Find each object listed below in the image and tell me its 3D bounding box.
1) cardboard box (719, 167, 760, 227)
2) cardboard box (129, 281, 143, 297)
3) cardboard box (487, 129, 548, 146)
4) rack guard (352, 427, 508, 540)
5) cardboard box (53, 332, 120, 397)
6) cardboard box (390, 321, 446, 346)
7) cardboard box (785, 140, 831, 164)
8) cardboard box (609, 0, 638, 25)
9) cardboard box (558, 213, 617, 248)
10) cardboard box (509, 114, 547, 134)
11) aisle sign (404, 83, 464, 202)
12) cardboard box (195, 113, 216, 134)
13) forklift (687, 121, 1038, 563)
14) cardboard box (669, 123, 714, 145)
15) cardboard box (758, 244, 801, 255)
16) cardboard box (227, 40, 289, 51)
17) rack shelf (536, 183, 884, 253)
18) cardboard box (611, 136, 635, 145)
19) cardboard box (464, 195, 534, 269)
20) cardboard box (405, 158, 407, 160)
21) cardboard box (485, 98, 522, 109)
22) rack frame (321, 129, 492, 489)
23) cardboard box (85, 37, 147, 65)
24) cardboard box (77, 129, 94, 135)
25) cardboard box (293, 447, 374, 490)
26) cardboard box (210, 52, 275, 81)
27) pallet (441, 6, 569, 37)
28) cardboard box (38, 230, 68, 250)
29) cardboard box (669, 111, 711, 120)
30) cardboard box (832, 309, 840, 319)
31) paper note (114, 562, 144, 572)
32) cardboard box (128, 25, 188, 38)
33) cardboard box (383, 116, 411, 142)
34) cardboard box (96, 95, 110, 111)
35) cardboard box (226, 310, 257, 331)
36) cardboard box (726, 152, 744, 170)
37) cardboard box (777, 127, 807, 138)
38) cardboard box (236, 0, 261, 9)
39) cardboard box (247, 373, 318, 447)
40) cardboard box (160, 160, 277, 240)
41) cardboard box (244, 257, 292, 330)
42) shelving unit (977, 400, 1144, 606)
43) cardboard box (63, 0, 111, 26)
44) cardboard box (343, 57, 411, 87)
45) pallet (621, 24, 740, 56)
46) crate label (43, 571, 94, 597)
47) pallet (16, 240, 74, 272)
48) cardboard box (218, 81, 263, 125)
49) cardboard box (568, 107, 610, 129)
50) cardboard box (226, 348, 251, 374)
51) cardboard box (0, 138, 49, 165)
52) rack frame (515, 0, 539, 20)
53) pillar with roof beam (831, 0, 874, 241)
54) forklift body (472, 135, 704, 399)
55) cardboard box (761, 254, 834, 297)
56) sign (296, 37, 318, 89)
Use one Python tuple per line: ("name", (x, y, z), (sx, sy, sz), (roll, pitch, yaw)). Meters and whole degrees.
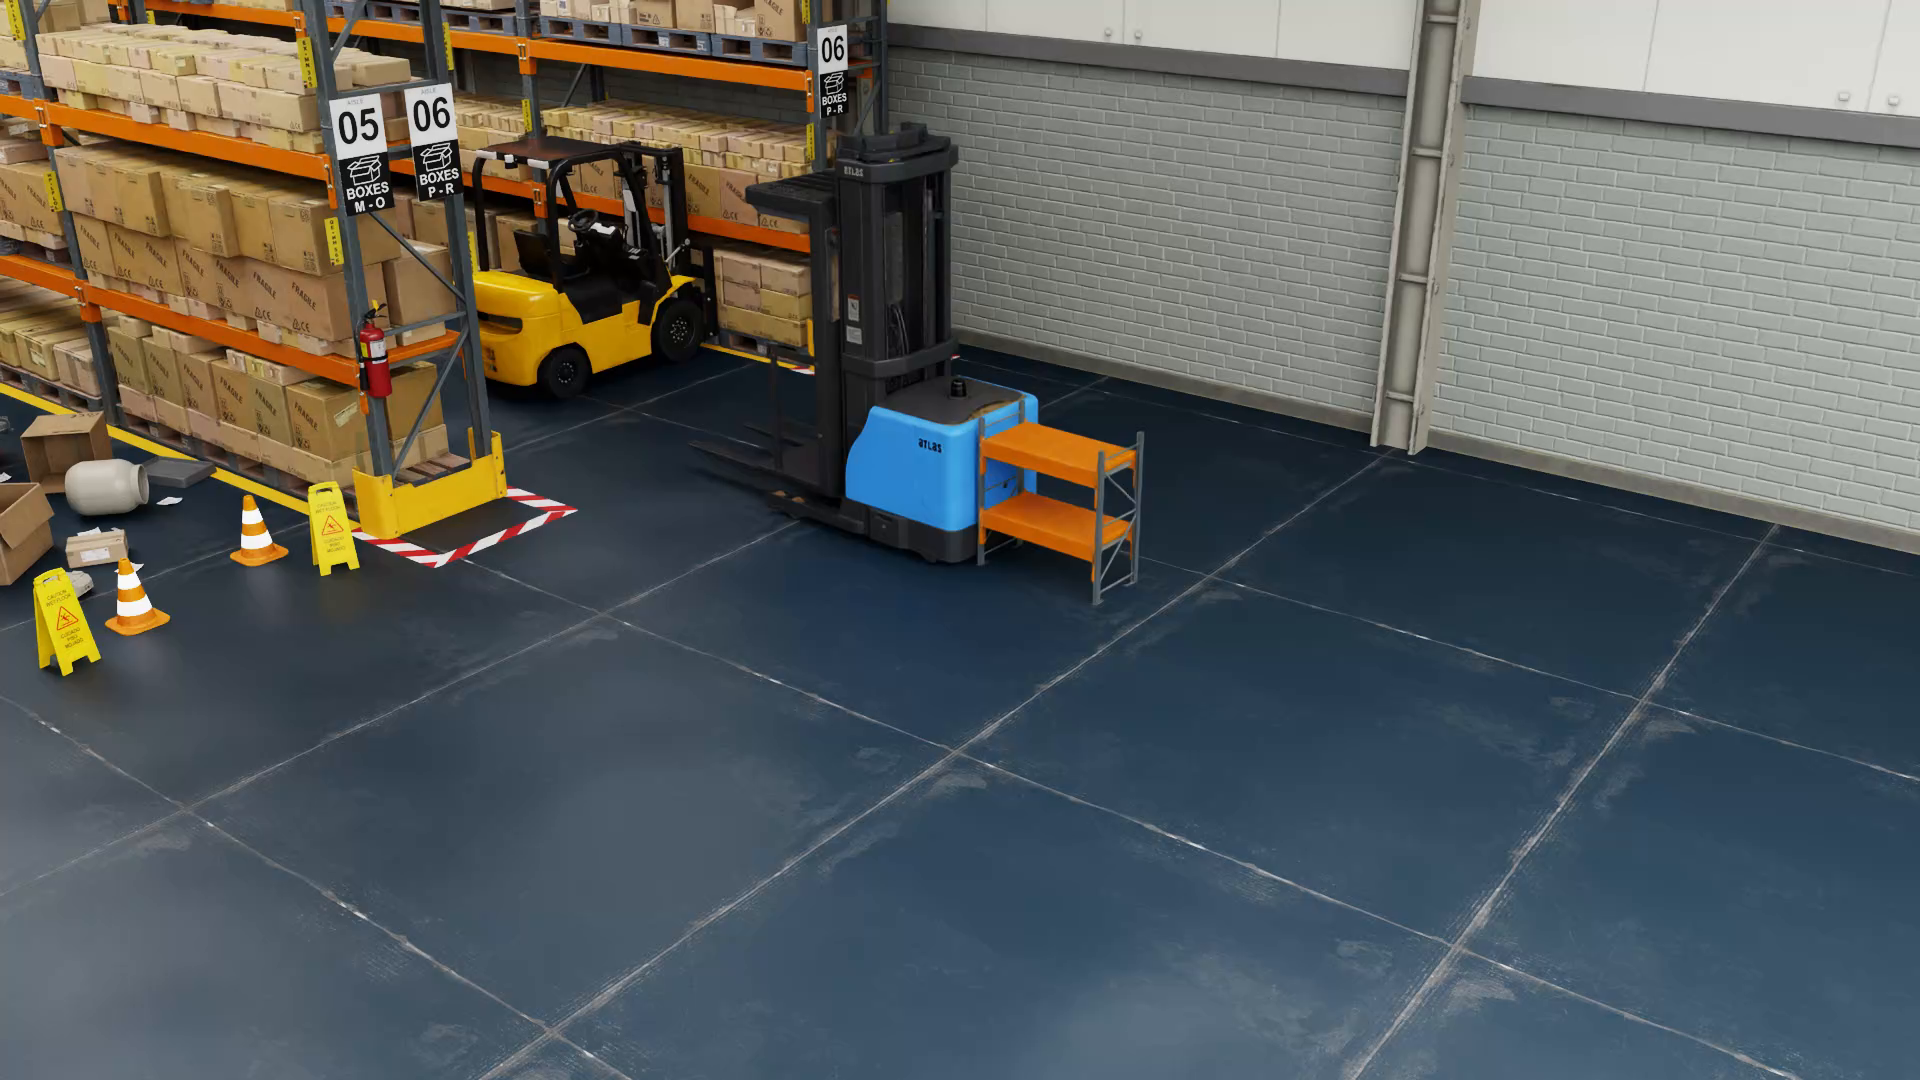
("cardboard box", (-1.987, -3.386, 16.240), (0.500, 0.500, 0.500), (18, 29, 35))
("cardboard box", (-6.678, -2.149, 13.868), (0.250, 0.149, 0.380), (17, 29, 33))
("cardboard box", (-4.774, -4.341, 18.098), (0.500, 0.250, 0.500), (16, 28, 32))
("rack guard", (-4.061, -0.449, 12.800), (0.348, 0.500, 1.175), (17, 29, 33))
("cardboard box", (-7.623, -1.658, 15.181), (0.625, 0.372, 0.950), (17, 29, 34))
("cardboard box", (-4.148, -1.609, 12.643), (0.250, 0.149, 0.380), (17, 29, 33))
("cardboard box", (-1.440, -3.674, 15.722), (0.250, 0.149, 0.380), (17, 29, 33))
("cardboard box", (-3.222, -5.237, 16.367), (0.258, 0.266, 0.396), (16, 28, 32))
("cardboard box", (-4.028, -3.318, 17.859), (0.500, 0.250, 0.500), (16, 29, 33))
("cardboard box", (-4.634, -4.498, 17.960), (0.250, 0.149, 0.380), (18, 29, 35))
("aisle sign", (-3.765, -2.849, 11.923), (0.004, 0.787, 0.394), (17, 29, 33))
("cardboard box", (-5.462, -3.147, 12.414), (0.250, 0.149, 0.380), (16, 28, 32))
("forklift", (-0.869, -1.648, 12.507), (3.031, 2.935, 1.130), (18, 30, 36))
("cardboard box", (-2.671, -4.043, 16.560), (0.250, 0.149, 0.380), (17, 29, 34))
("cardboard box", (-1.700, -2.865, 16.833), (0.500, 0.250, 0.500), (17, 29, 33))
("cardboard box", (-5.362, -3.727, 12.742), (0.250, 0.149, 0.380), (18, 29, 34))
("rack shelf", (-2.627, -3.331, 17.134), (4.000, 0.370, 1.077), (17, 29, 33))
("cardboard box", (-3.335, -4.061, 16.970), (0.250, 0.149, 0.380), (16, 29, 33))
("cardboard box", (-5.268, -3.562, 19.190), (0.625, 0.625, 0.875), (16, 29, 33))
("cardboard box", (-6.404, -4.611, 19.332), (0.500, 0.250, 0.500), (16, 28, 32))
("cardboard box", (-5.163, -4.907, 18.889), (0.250, 0.149, 0.380), (17, 29, 33))
("rack frame", (-4.001, -1.575, 12.254), (0.127, 3.000, 1.000), (17, 29, 33))
("cardboard box", (-6.519, -3.791, 12.886), (0.250, 0.149, 0.380), (17, 29, 33))
("cardboard box", (-12.736, -5.697, 24.189), (0.500, 0.500, 0.700), (18, 30, 35))
("cardboard box", (-4.828, -0.623, 12.984), (0.500, 0.250, 0.500), (17, 29, 33))
("cardboard box", (-5.210, -3.454, 12.122), (0.250, 0.149, 0.380), (17, 29, 33))
("pallet", (-4.941, -5.639, 17.995), (1.217, 0.209, 0.805), (16, 28, 31))
("cardboard box", (-7.779, -2.655, 14.496), (0.250, 0.149, 0.380), (17, 29, 34))
("cardboard box", (-2.785, -4.323, 17.195), (0.250, 0.149, 0.380), (16, 29, 33))
("cardboard box", (-1.302, -2.293, 16.774), (0.500, 0.250, 0.500), (17, 29, 34))
("paper note", (-5.951, 0.198, 11.914), (0.142, 0.019, 0.148), (7, 25, 15))
("cardboard box", (-6.563, -4.120, 13.634), (0.250, 0.149, 0.380), (16, 28, 32))
("cardboard box", (-4.071, -3.017, 12.120), (0.250, 0.149, 0.380), (17, 29, 33))
("cardboard box", (-6.658, -3.539, 13.305), (0.250, 0.149, 0.380), (17, 29, 33))
("cardboard box", (-5.494, -1.768, 13.004), (0.250, 0.149, 0.380), (16, 29, 33))
("cardboard box", (-2.057, -3.711, 16.175), (0.250, 0.149, 0.380), (17, 29, 33))
("cardboard box", (-1.576, -3.939, 16.324), (0.250, 0.149, 0.380), (17, 29, 34))
("cardboard box", (-8.387, -6.583, 20.086), (0.500, 0.250, 0.500), (17, 29, 33))
("cardboard box", (-5.218, -1.086, 13.106), (0.500, 0.500, 0.500), (18, 30, 35))
("cardboard box", (-5.726, -2.648, 12.956), (0.500, 0.500, 0.700), (17, 29, 33))
("cardboard box", (-4.998, -1.921, 12.549), (0.500, 0.500, 0.500), (17, 29, 33))
("shelving unit", (0.687, -0.274, 11.626), (1.048, 1.125, 0.538), (18, 30, 36))
("cardboard box", (-7.833, -4.655, 14.570), (0.500, 0.250, 0.500), (16, 28, 32))
("cardboard box", (-4.163, -3.349, 11.884), (0.250, 0.149, 0.380), (17, 29, 33))
("pallet", (-2.557, -4.983, 16.380), (1.213, 0.211, 1.003), (17, 29, 33))
("crate label", (-6.178, 0.318, 11.510), (0.298, 0.136, 0.250), (3, 24, 6))
("pallet", (-7.726, -2.686, 15.014), (1.213, 0.211, 1.003), (17, 29, 33))
("cardboard box", (-4.965, -3.178, 11.990), (0.500, 0.250, 0.500), (16, 29, 33))
("cardboard box", (-3.876, -4.422, 17.419), (0.250, 0.149, 0.380), (17, 29, 34))
("cardboard box", (-5.541, -1.451, 13.129), (0.250, 0.149, 0.380), (18, 30, 35))
("cardboard box", (-8.265, -3.414, 14.611), (0.250, 0.149, 0.380), (16, 28, 32))
("rack frame", (-4.227, -6.890, 16.877), (0.127, 3.000, 1.000), (17, 29, 33))
("pillar with roof beam", (-3.625, -4.993, 12.571), (0.400, 9.000, 9.100), (17, 29, 33))
("forklift body", (-3.638, -2.659, 15.767), (1.214, 2.155, 2.313), (17, 29, 33))
("cardboard box", (-1.582, -2.579, 16.184), (0.500, 0.250, 0.500), (18, 29, 35))
("sign", (-4.349, -3.178, 11.076), (0.005, 0.325, 0.100), (17, 29, 33))
